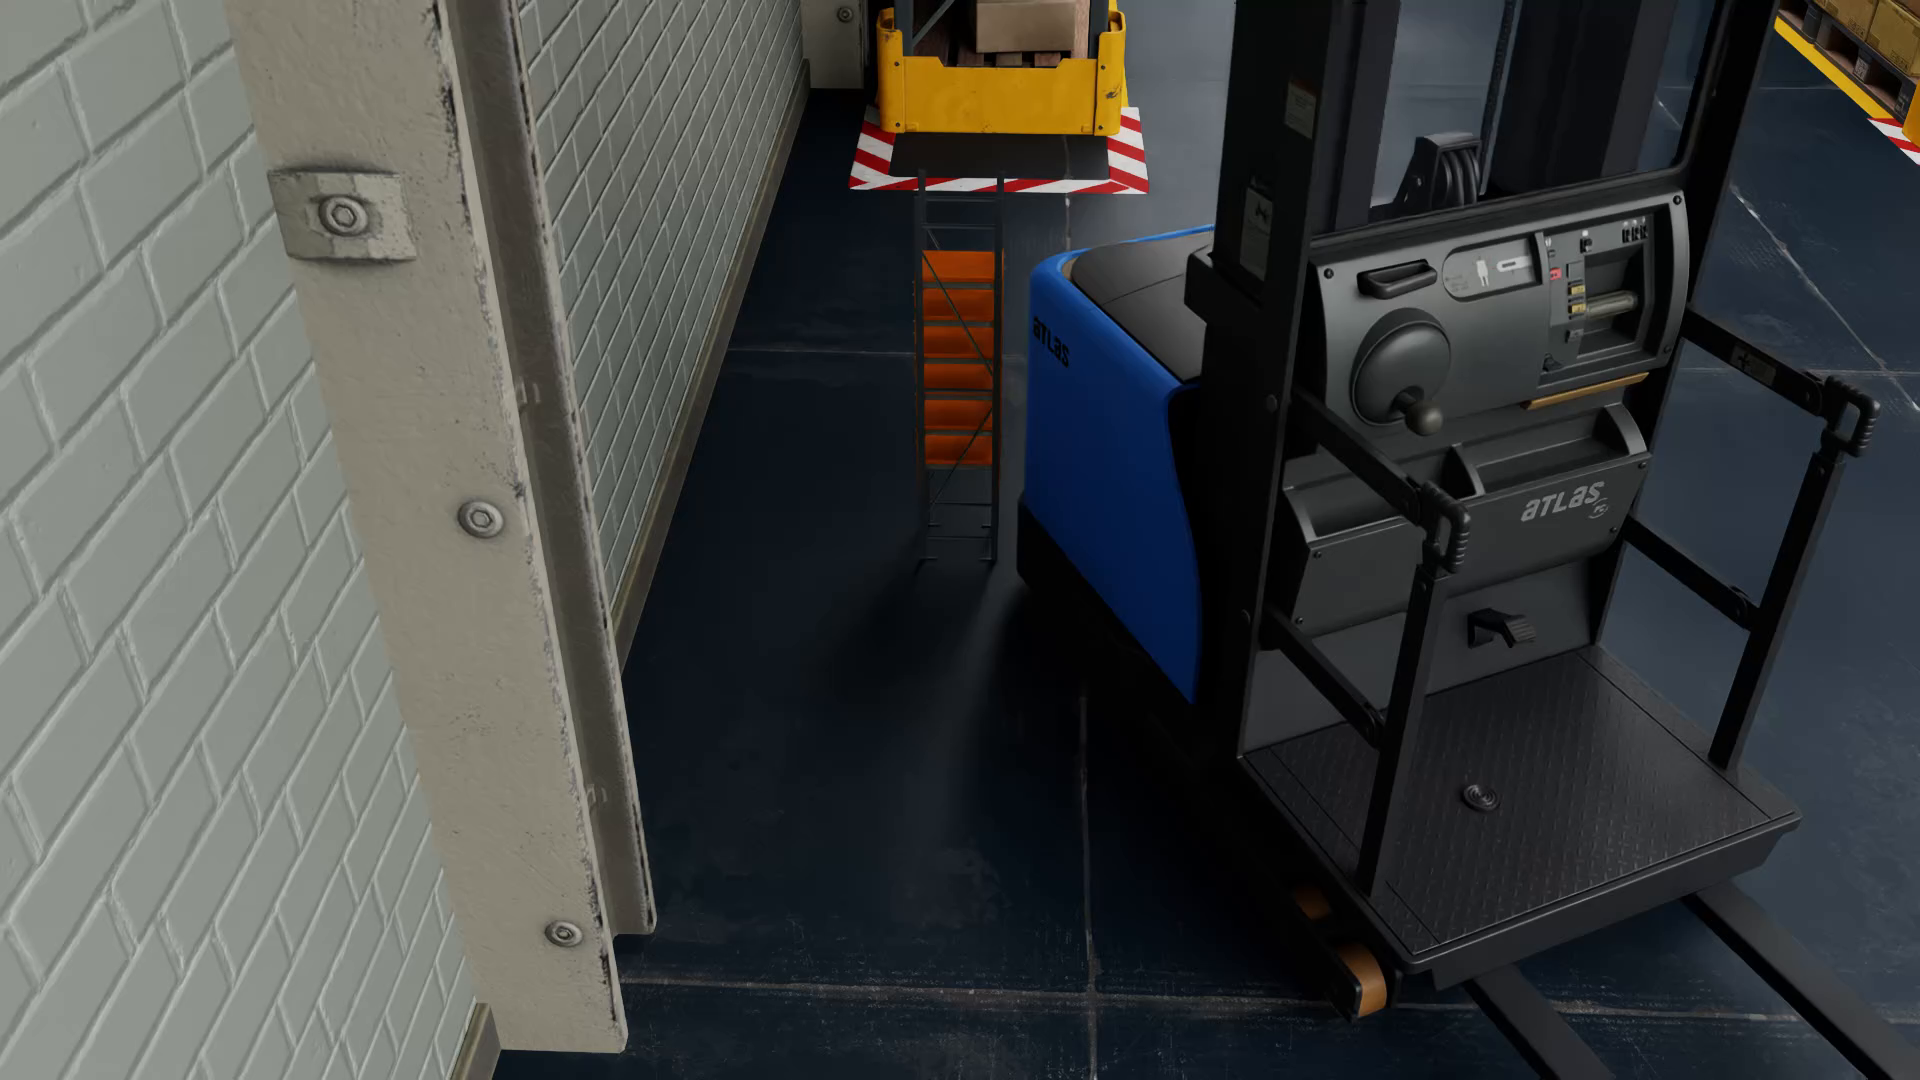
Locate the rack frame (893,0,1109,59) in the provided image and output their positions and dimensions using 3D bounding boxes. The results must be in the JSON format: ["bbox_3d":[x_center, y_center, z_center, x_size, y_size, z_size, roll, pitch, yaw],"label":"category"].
[{"bbox_3d":[0.192,-3.245,7.258,1.000,3.000,0.127,1,35,2],"label":"rack frame"}]

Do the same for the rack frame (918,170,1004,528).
[{"bbox_3d":[0.003,-0.535,4.968,0.240,1.200,0.006,1,35,2],"label":"rack frame"}]

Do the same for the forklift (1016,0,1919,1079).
[{"bbox_3d":[1.223,-0.413,3.289,1.130,2.935,3.031,-14,37,-19],"label":"forklift"}]

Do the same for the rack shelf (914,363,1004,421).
[{"bbox_3d":[-0.001,-0.446,4.919,0.258,0.103,0.180,1,35,2],"label":"rack shelf"}]

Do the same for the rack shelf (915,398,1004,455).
[{"bbox_3d":[-0.001,-0.348,4.988,0.258,0.103,0.180,1,35,2],"label":"rack shelf"}]

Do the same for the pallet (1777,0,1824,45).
[{"bbox_3d":[5.183,-3.131,9.521,1.003,0.211,1.213,1,35,2],"label":"pallet"}]

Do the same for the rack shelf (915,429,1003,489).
[{"bbox_3d":[-0.001,-0.250,5.057,0.258,0.103,0.180,1,35,2],"label":"rack shelf"}]

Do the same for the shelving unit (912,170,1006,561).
[{"bbox_3d":[-0.001,-0.483,4.893,0.258,1.200,0.189,1,35,2],"label":"shelving unit"}]

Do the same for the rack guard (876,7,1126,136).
[{"bbox_3d":[0.195,-2.266,8.039,1.175,0.500,0.348,1,35,2],"label":"rack guard"}]

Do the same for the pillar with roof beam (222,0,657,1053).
[{"bbox_3d":[3.417,-2.575,1.087,9.100,9.000,0.400,1,35,2],"label":"pillar with roof beam"}]

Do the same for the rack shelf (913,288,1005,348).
[{"bbox_3d":[-0.001,-0.643,4.781,0.258,0.103,0.180,1,35,2],"label":"rack shelf"}]

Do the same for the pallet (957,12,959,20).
[{"bbox_3d":[0.315,-3.312,9.780,1.003,0.211,1.213,1,35,2],"label":"pallet"}]

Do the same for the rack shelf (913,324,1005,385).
[{"bbox_3d":[-0.001,-0.544,4.850,0.258,0.103,0.180,1,35,2],"label":"rack shelf"}]

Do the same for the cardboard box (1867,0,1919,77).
[{"bbox_3d":[4.869,-2.494,8.216,0.500,0.250,0.500,1,35,2],"label":"cardboard box"}]

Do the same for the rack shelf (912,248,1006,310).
[{"bbox_3d":[-0.001,-0.741,4.712,0.258,0.103,0.180,1,35,2],"label":"rack shelf"}]

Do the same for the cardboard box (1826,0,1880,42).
[{"bbox_3d":[4.877,-2.782,8.625,0.500,0.250,0.500,1,35,2],"label":"cardboard box"}]

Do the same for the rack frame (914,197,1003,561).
[{"bbox_3d":[-0.004,-0.430,4.818,0.240,1.200,0.006,1,35,2],"label":"rack frame"}]

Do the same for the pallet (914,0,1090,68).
[{"bbox_3d":[0.263,-2.613,8.785,1.003,0.211,1.213,1,35,2],"label":"pallet"}]

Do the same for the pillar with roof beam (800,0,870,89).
[{"bbox_3d":[3.658,-6.022,5.992,9.100,9.000,0.400,1,35,2],"label":"pillar with roof beam"}]

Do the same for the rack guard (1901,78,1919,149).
[{"bbox_3d":[5.141,-2.096,7.797,1.175,0.500,0.348,1,35,2],"label":"rack guard"}]

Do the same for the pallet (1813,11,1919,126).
[{"bbox_3d":[5.131,-2.432,8.527,1.003,0.211,1.213,1,35,2],"label":"pallet"}]

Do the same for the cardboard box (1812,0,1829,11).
[{"bbox_3d":[4.895,-3.069,9.034,0.500,0.250,0.500,1,35,2],"label":"cardboard box"}]

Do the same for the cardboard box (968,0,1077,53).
[{"bbox_3d":[0.310,-2.720,8.467,0.500,0.311,0.500,-2,35,-3],"label":"cardboard box"}]
